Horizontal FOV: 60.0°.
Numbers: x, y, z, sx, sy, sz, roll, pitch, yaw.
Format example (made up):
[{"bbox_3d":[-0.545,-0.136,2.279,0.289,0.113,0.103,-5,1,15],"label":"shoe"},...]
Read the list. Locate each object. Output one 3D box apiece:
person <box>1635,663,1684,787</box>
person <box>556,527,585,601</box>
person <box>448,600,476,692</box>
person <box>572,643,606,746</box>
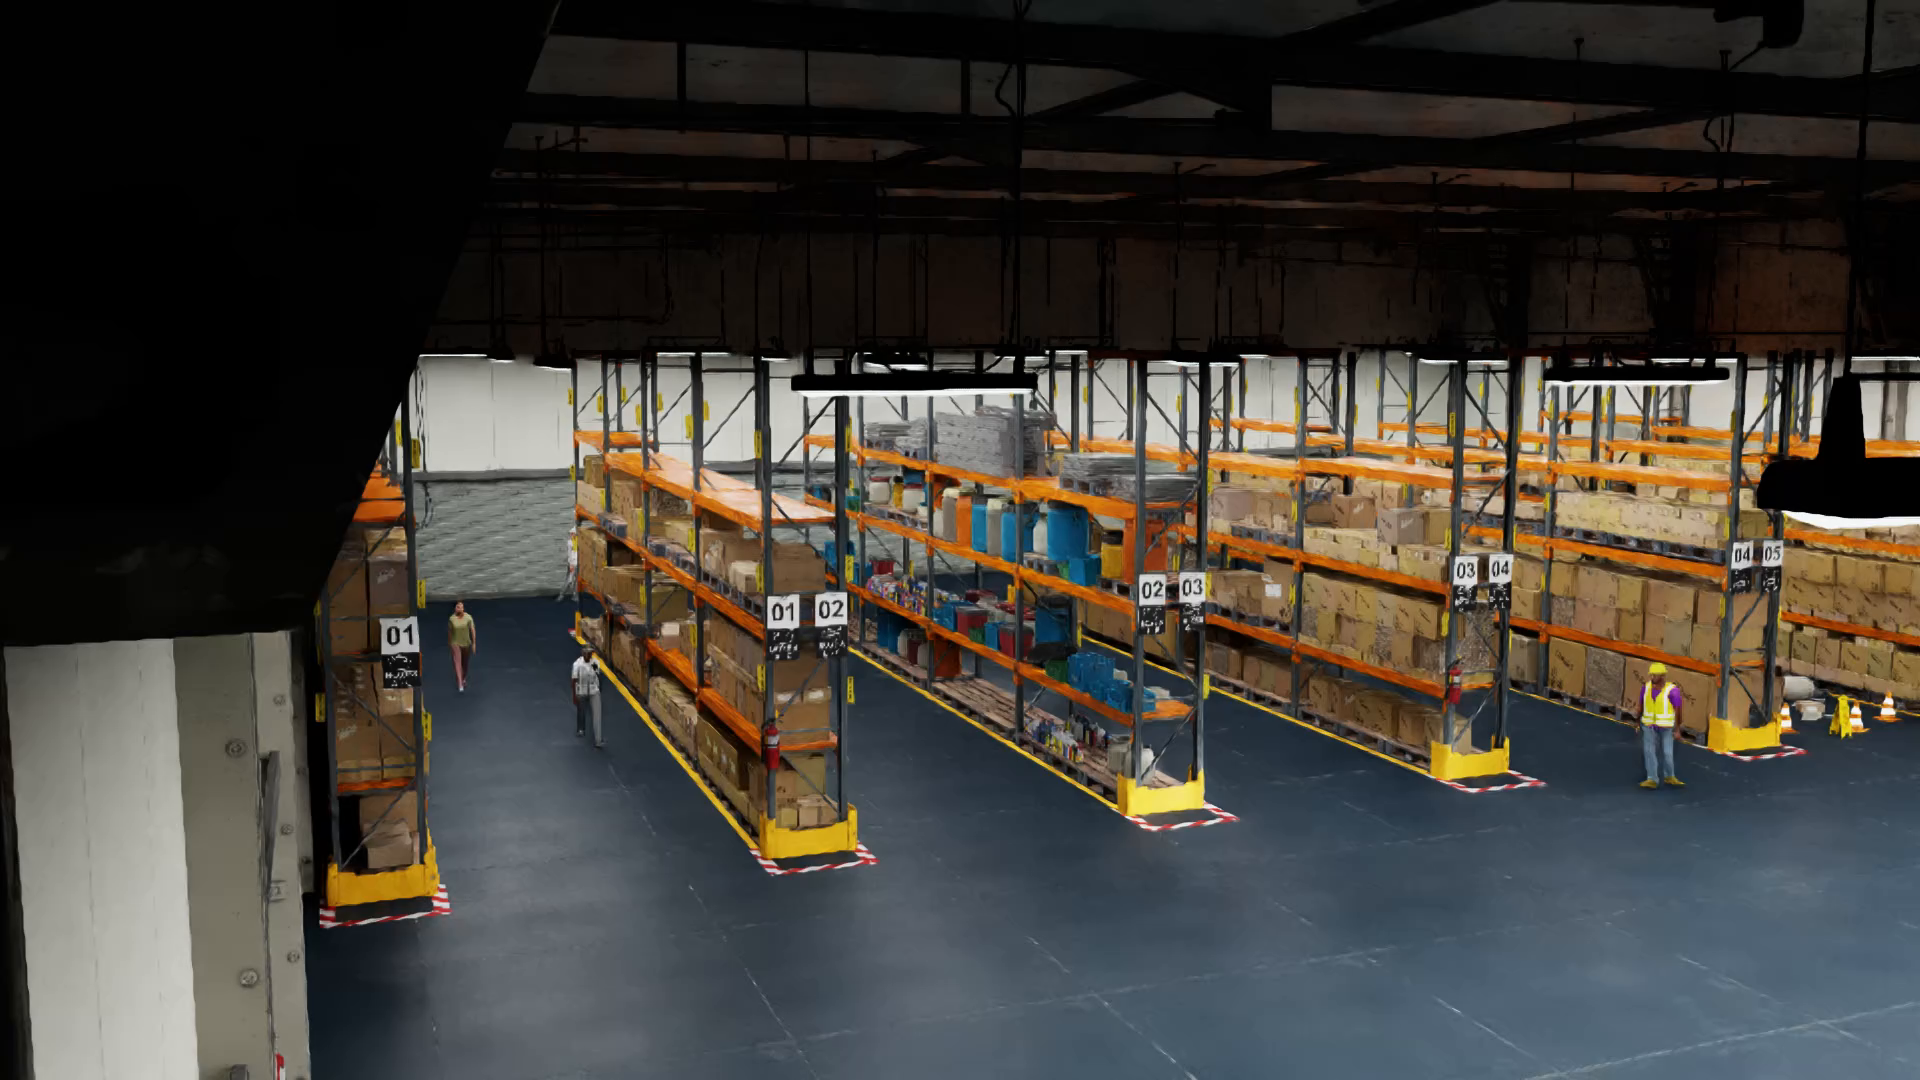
[{"bbox_3d":[9.798,2.579,23.294,0.661,1.760,0.541,7,10,43],"label":"person"},{"bbox_3d":[-9.213,0.575,39.315,0.513,1.764,0.722,3,8,25],"label":"person"},{"bbox_3d":[-8.855,1.853,29.593,0.456,1.612,1.019,-3,8,-22],"label":"person"},{"bbox_3d":[-5.748,2.347,25.624,0.447,1.589,1.088,-2,7,-18],"label":"person"}]
